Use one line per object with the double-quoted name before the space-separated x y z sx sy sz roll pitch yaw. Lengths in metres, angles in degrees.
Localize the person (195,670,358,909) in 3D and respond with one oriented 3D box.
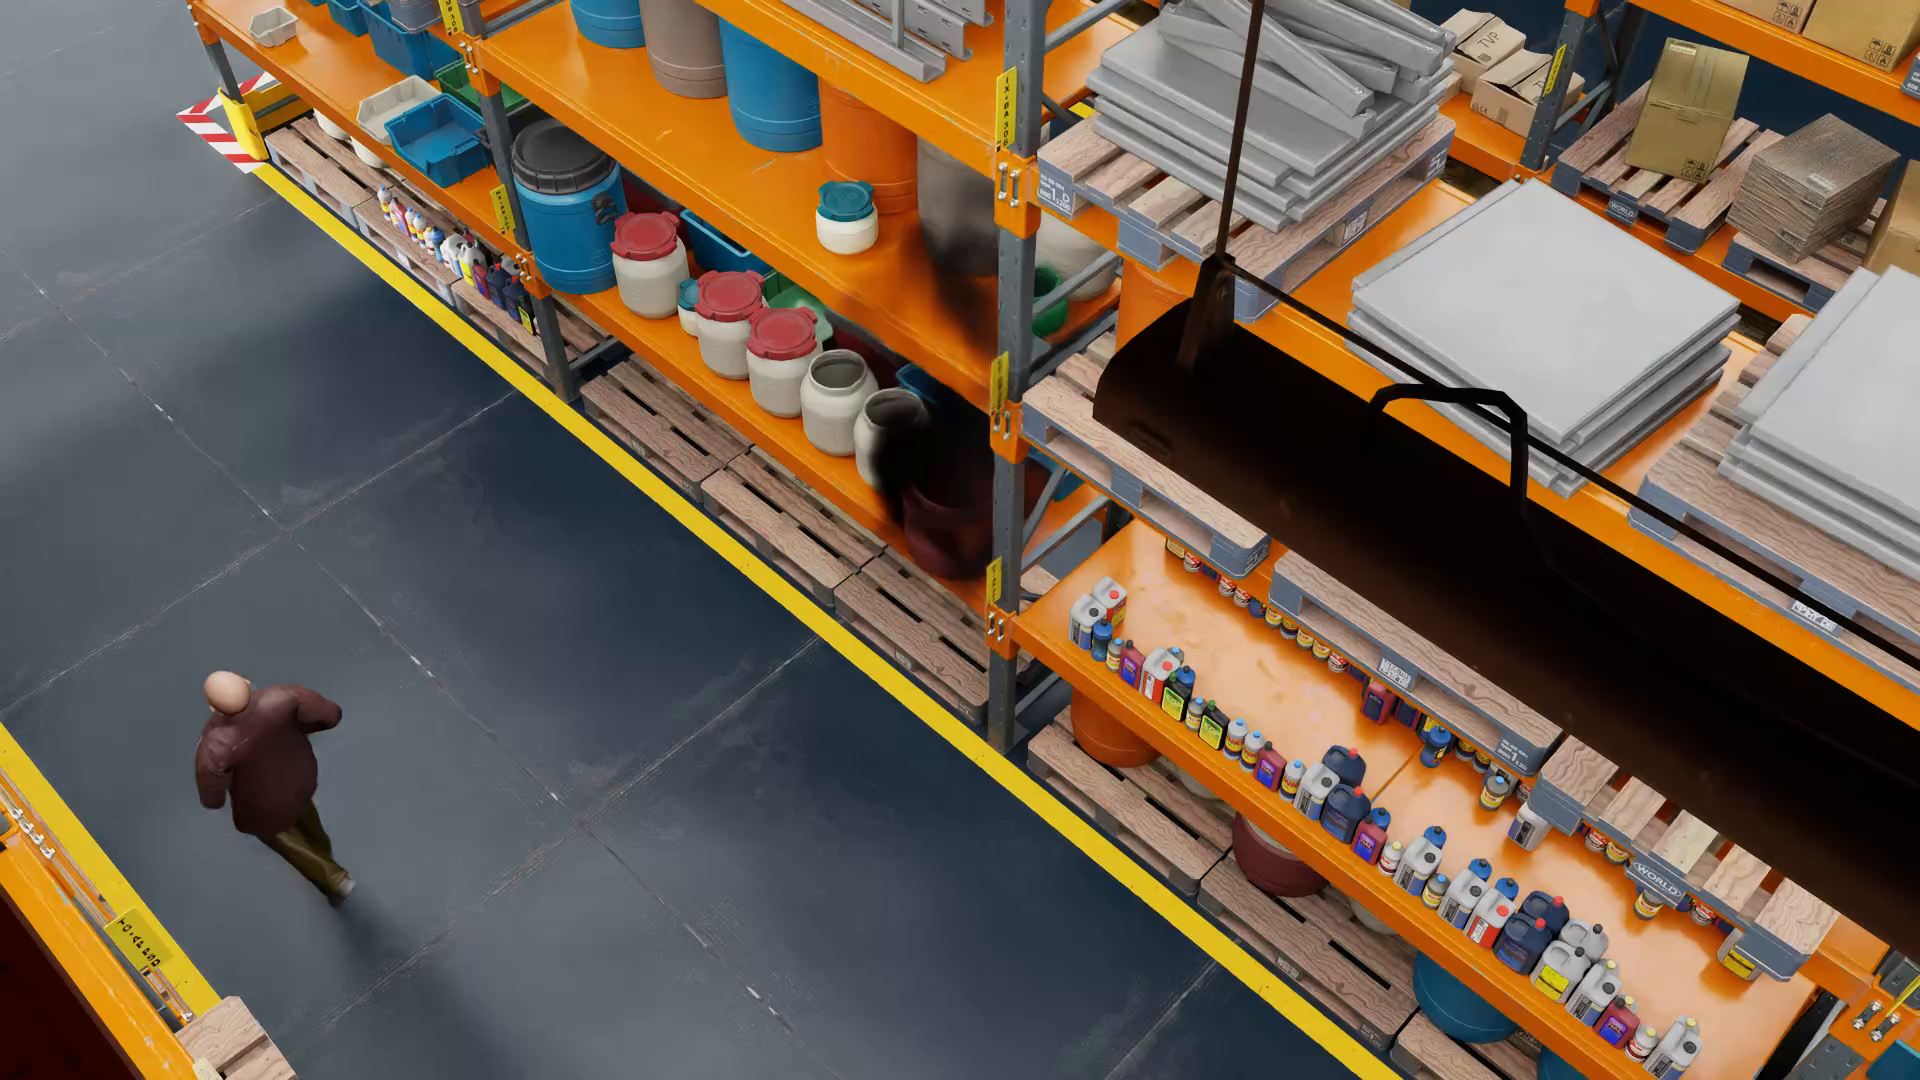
"person" -3.253 1.135 7.929 0.755 1.755 0.715 30 56 23
